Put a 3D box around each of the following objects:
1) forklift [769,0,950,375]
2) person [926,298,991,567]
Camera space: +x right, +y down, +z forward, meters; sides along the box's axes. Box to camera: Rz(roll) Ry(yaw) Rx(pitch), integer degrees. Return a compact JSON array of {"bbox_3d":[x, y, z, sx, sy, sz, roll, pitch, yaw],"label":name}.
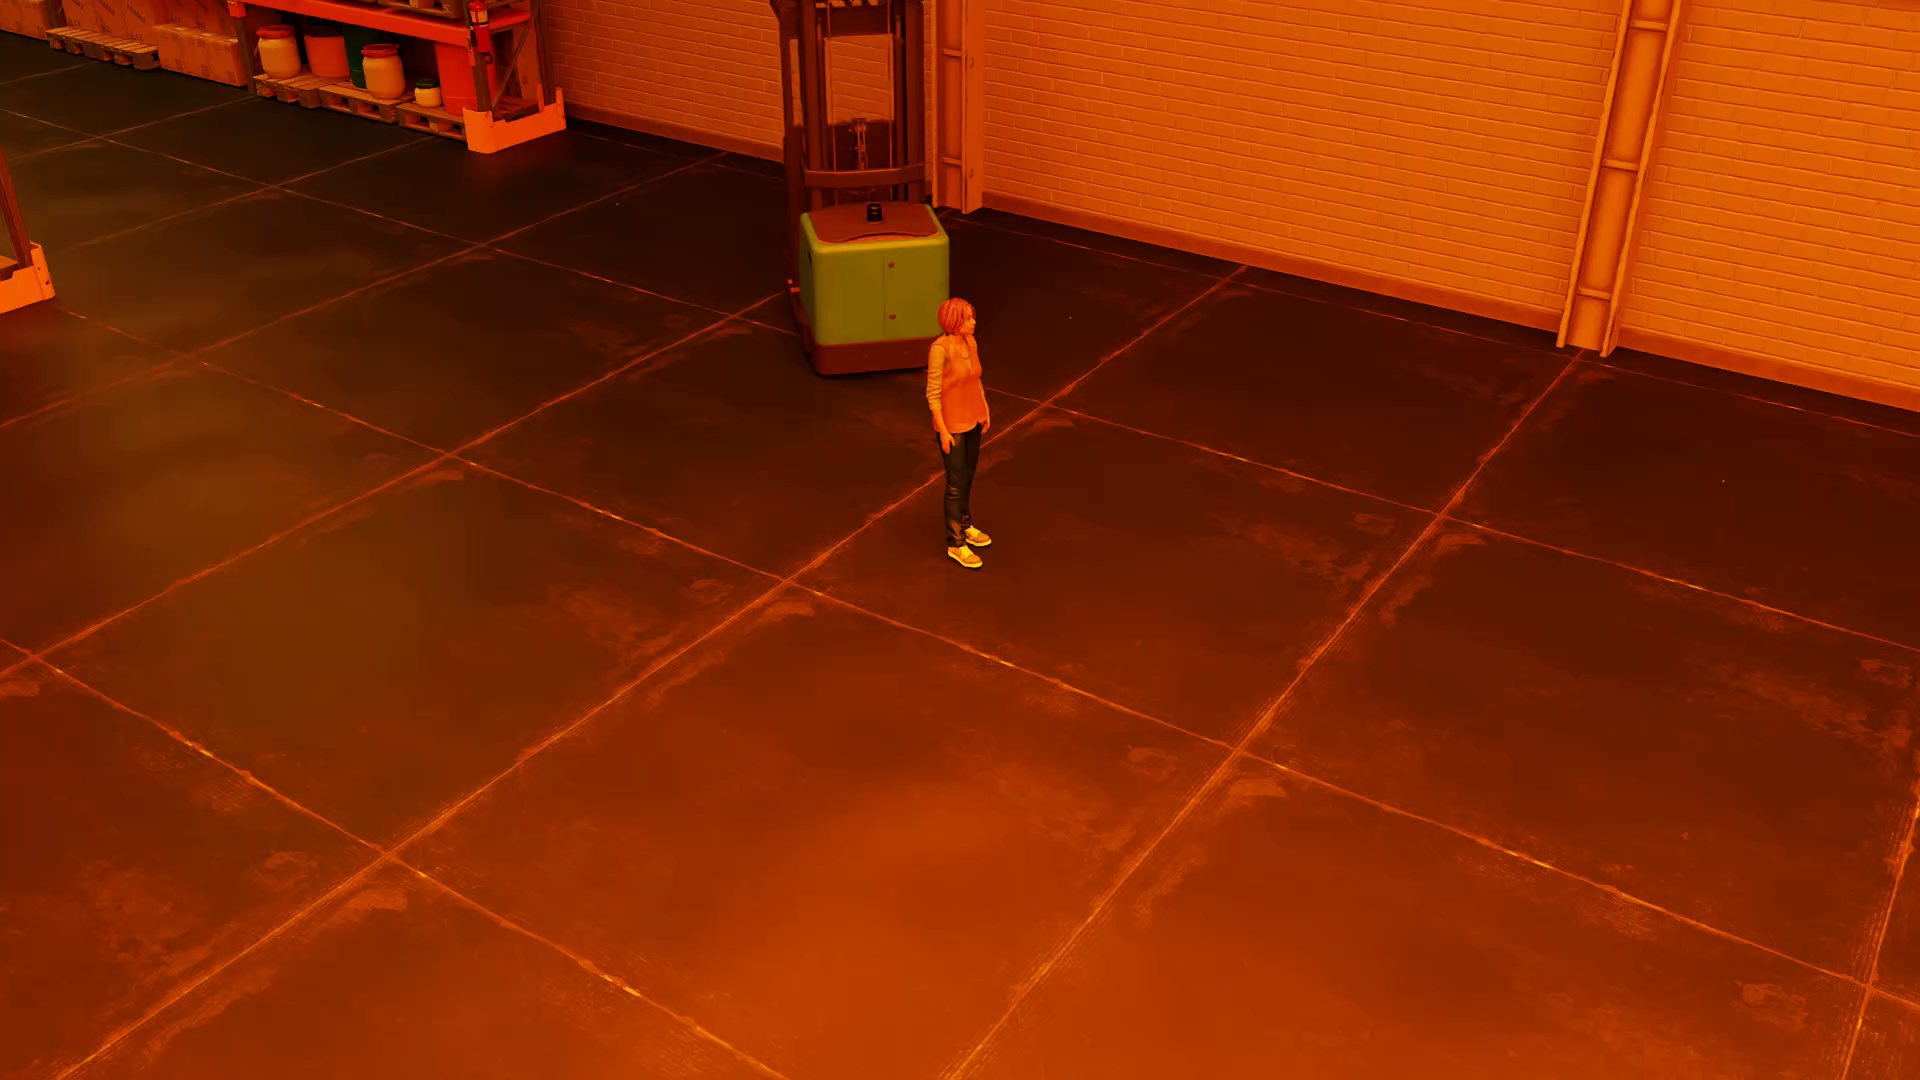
[{"bbox_3d":[-0.865,-3.232,13.148,1.130,2.935,3.031,-6,31,-10],"label":"forklift"},{"bbox_3d":[0.054,-0.670,10.049,0.473,1.599,0.520,19,35,29],"label":"person"}]
